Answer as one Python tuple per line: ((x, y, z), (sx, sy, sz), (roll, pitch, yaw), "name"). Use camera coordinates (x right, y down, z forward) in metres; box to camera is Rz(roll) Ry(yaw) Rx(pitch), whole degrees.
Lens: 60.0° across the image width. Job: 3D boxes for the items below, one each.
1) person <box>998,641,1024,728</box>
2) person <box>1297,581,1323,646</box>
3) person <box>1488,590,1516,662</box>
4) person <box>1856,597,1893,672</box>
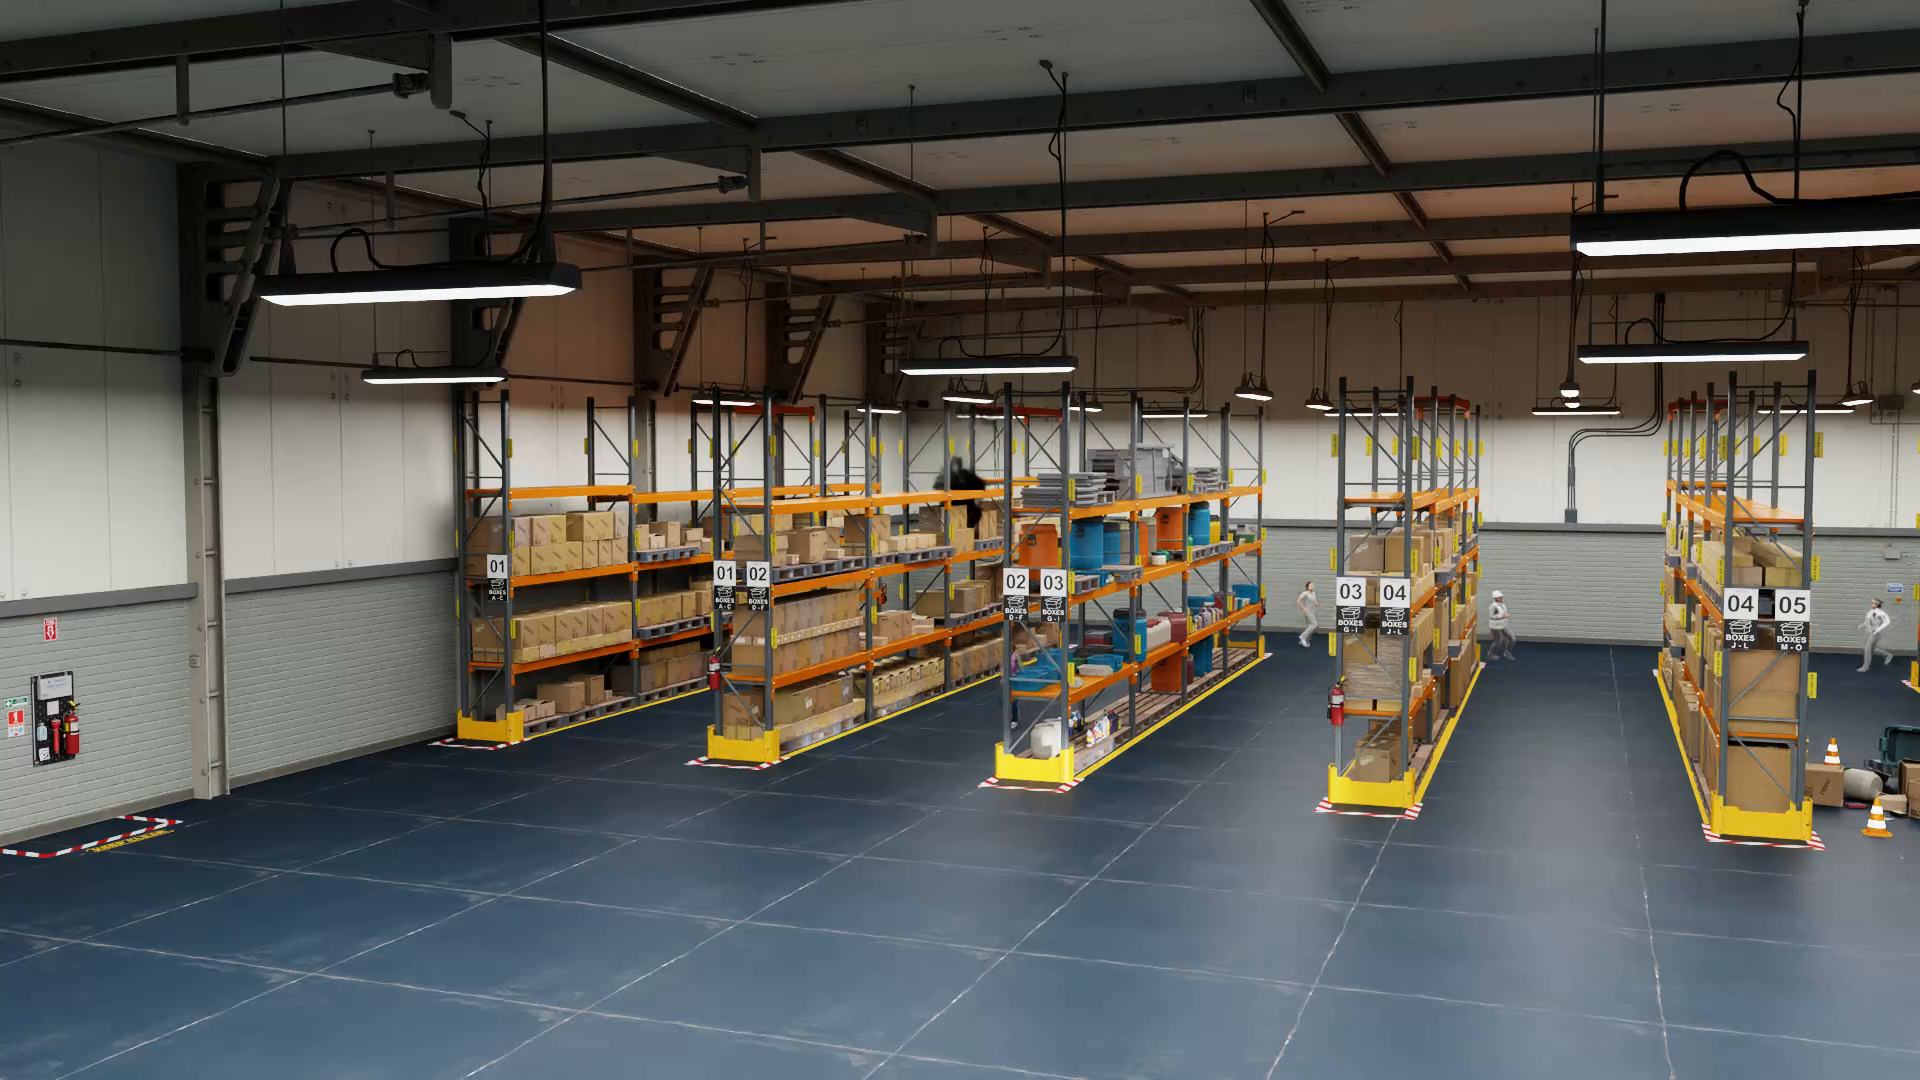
((0.887, 2.579, 29.576), (0.539, 1.569, 0.613), (1, 3, 24), "person")
((8.856, 1.861, 41.998), (0.616, 1.636, 0.545), (3, 4, 43), "person")
((12.612, 2.015, 38.973), (0.807, 1.703, 0.709), (-3, 4, -39), "person")
((20.576, 2.122, 37.335), (0.822, 1.693, 0.617), (0, 3, 1), "person")
